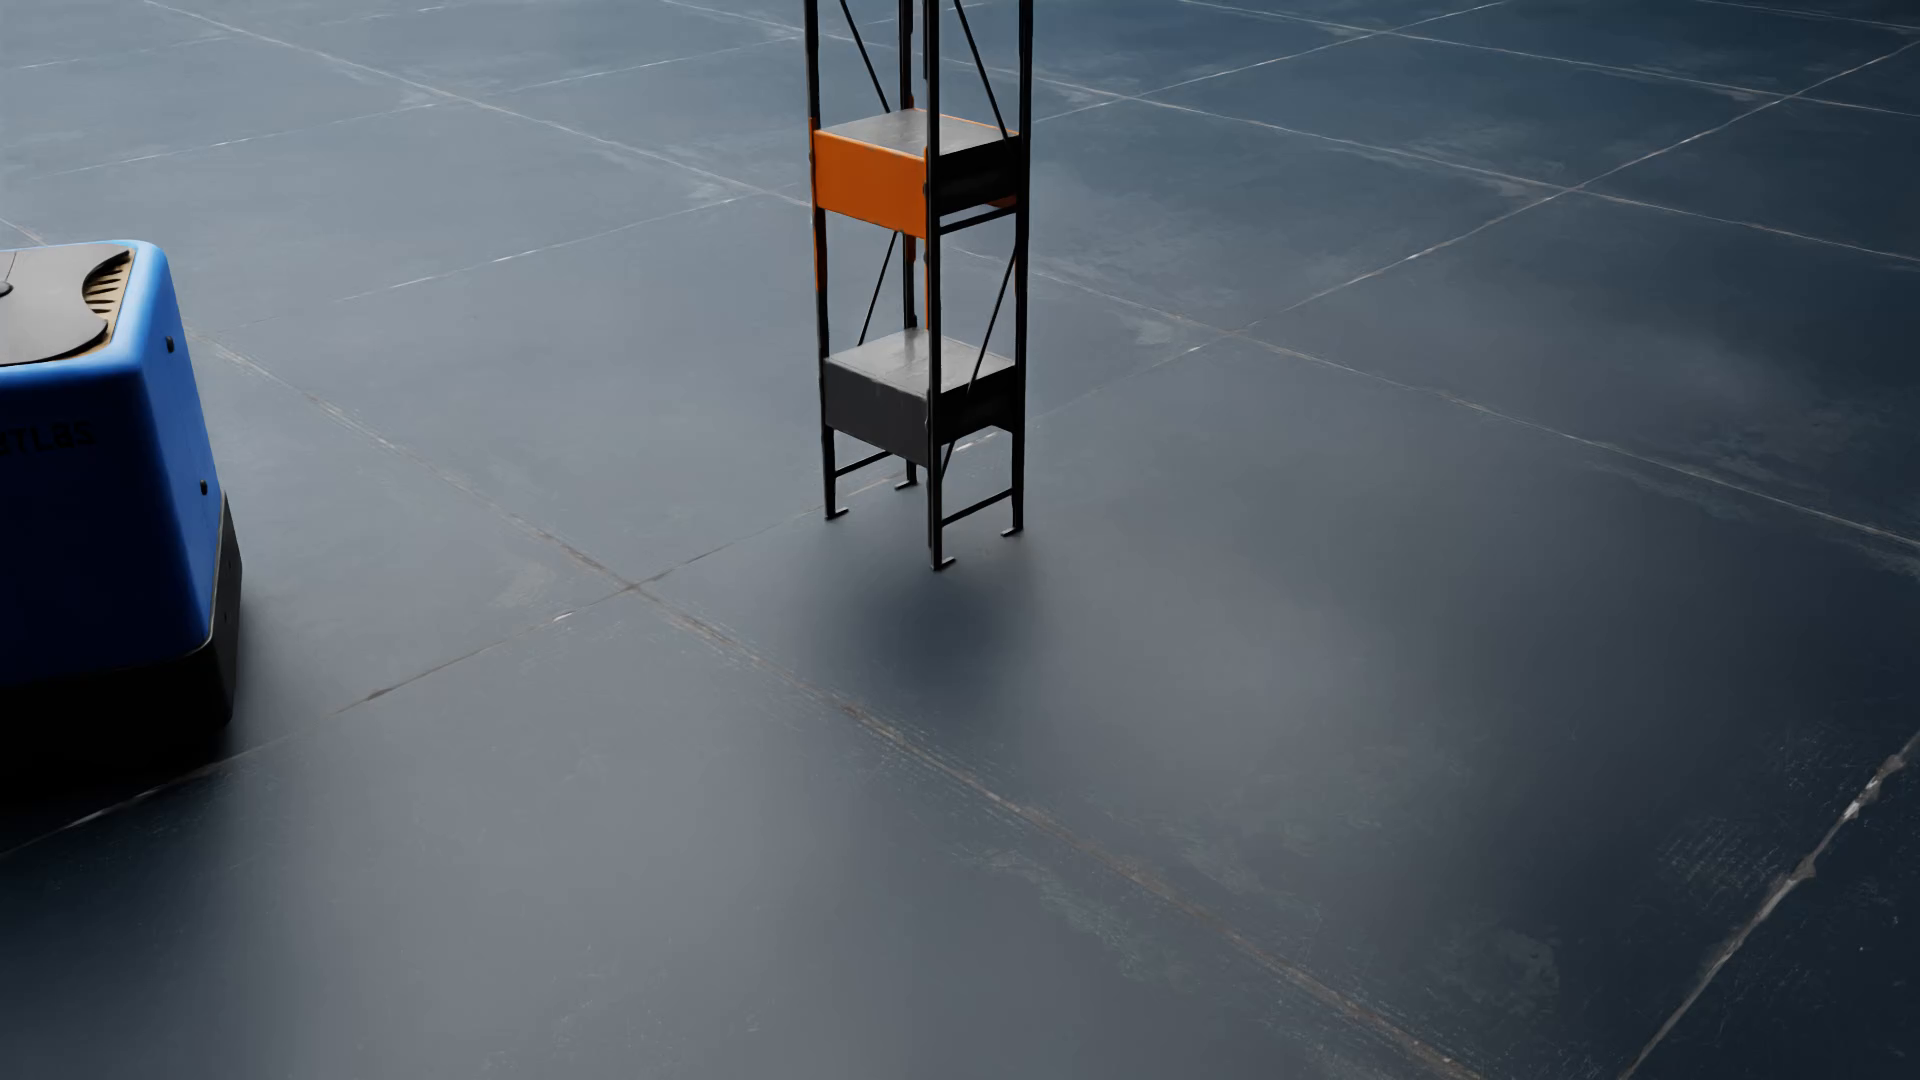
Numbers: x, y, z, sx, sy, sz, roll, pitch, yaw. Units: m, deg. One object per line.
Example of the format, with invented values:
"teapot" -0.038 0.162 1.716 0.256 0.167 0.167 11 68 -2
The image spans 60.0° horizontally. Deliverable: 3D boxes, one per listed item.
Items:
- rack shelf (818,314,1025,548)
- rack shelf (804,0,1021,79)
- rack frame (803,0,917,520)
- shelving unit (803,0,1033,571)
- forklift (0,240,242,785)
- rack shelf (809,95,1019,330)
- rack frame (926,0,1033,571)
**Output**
"rack shelf" -0.118 -0.352 5.196 0.480 0.518 0.431 25 36 38
"rack shelf" -0.118 -1.591 4.545 0.480 0.518 0.431 25 36 38
"rack frame" -0.292 -1.063 5.015 0.015 2.100 0.400 25 36 38
"shelving unit" -0.118 -0.983 4.864 0.503 2.100 0.431 25 36 38
"forklift" -3.427 -0.739 3.506 3.031 2.935 1.130 -9 29 -17
"rack shelf" -0.118 -0.971 4.870 0.480 0.518 0.431 25 36 38
"rack frame" 0.056 -0.904 4.713 0.015 2.100 0.400 25 36 38
